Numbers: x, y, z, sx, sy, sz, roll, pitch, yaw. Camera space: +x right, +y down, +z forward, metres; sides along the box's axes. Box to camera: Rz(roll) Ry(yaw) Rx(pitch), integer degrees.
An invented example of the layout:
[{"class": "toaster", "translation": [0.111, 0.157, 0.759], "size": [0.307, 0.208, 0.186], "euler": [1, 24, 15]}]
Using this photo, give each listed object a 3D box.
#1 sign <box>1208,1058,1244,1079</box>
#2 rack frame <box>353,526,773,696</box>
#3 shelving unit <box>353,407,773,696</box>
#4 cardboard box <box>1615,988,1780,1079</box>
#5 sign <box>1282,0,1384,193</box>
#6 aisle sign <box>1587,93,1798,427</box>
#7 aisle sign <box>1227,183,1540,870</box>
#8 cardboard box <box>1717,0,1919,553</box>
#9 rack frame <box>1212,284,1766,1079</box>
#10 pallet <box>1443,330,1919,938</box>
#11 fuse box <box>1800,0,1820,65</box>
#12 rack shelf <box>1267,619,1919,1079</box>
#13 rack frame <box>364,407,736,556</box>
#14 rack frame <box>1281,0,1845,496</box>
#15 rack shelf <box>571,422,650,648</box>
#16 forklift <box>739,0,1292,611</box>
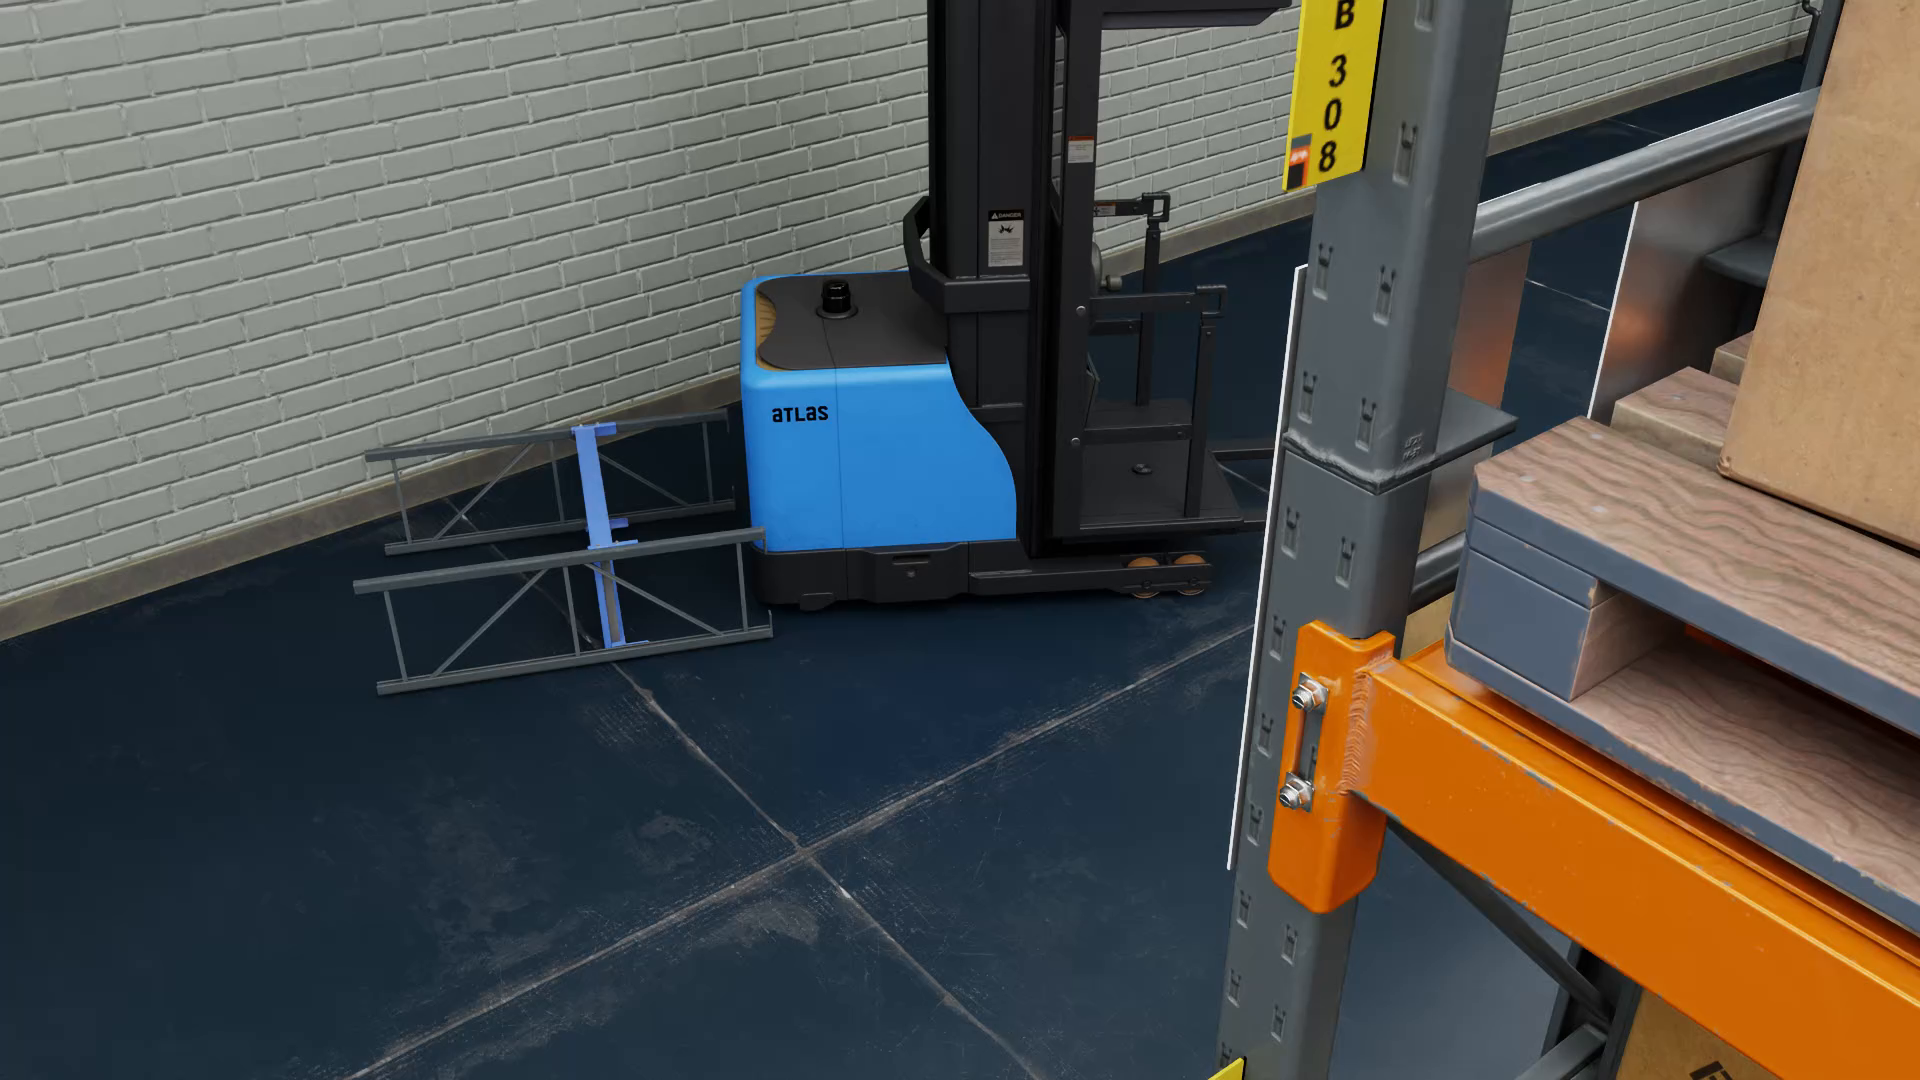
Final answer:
[{"class": "sign", "translation": [0.323, 0.819, 2.193], "size": [0.100, 0.325, 0.005], "euler": [-22, 38, -31]}, {"class": "rack frame", "translation": [-1.470, 0.266, 6.311], "size": [1.500, 0.500, 0.032], "euler": [-8, 33, -12]}, {"class": "shelving unit", "translation": [-1.600, 0.007, 6.728], "size": [1.500, 0.538, 1.048], "euler": [-8, 33, -12]}, {"class": "cardboard box", "translation": [1.272, 0.780, 2.301], "size": [0.500, 0.500, 0.500], "euler": [-22, 38, -31]}, {"class": "sign", "translation": [0.323, -0.459, 1.400], "size": [0.100, 0.325, 0.005], "euler": [-22, 38, -31]}, {"class": "aisle sign", "translation": [0.958, -0.188, 2.246], "size": [0.394, 0.787, 0.004], "euler": [-22, 38, -31]}, {"class": "aisle sign", "translation": [0.484, 0.006, 1.934], "size": [0.394, 0.787, 0.004], "euler": [-22, 38, -31]}, {"class": "cardboard box", "translation": [1.127, -0.295, 1.452], "size": [0.700, 0.500, 0.500], "euler": [-25, 40, -34]}, {"class": "rack frame", "translation": [0.766, 1.043, 2.728], "size": [1.000, 3.000, 0.127], "euler": [-22, 38, -31]}, {"class": "pallet", "translation": [1.229, 0.112, 1.467], "size": [1.003, 0.211, 1.213], "euler": [-22, 38, -31]}, {"class": "fuse box", "translation": [6.866, -4.577, 12.998], "size": [0.539, 1.711, 0.414], "euler": [-22, 38, -31]}, {"class": "rack shelf", "translation": [1.992, 0.908, 0.784], "size": [1.077, 0.370, 4.000], "euler": [-22, 38, -31]}, {"class": "rack frame", "translation": [-1.729, -0.252, 7.146], "size": [1.500, 0.500, 0.032], "euler": [-8, 33, -12]}, {"class": "rack frame", "translation": [0.766, -1.505, 1.145], "size": [1.000, 3.000, 0.127], "euler": [-22, 38, -31]}, {"class": "rack shelf", "translation": [-1.426, -0.017, 6.767], "size": [0.185, 0.538, 1.000], "euler": [-8, 33, -12]}, {"class": "forklift", "translation": [0.619, -1.281, 6.534], "size": [3.031, 2.935, 1.130], "euler": [-3, 32, -5]}]
